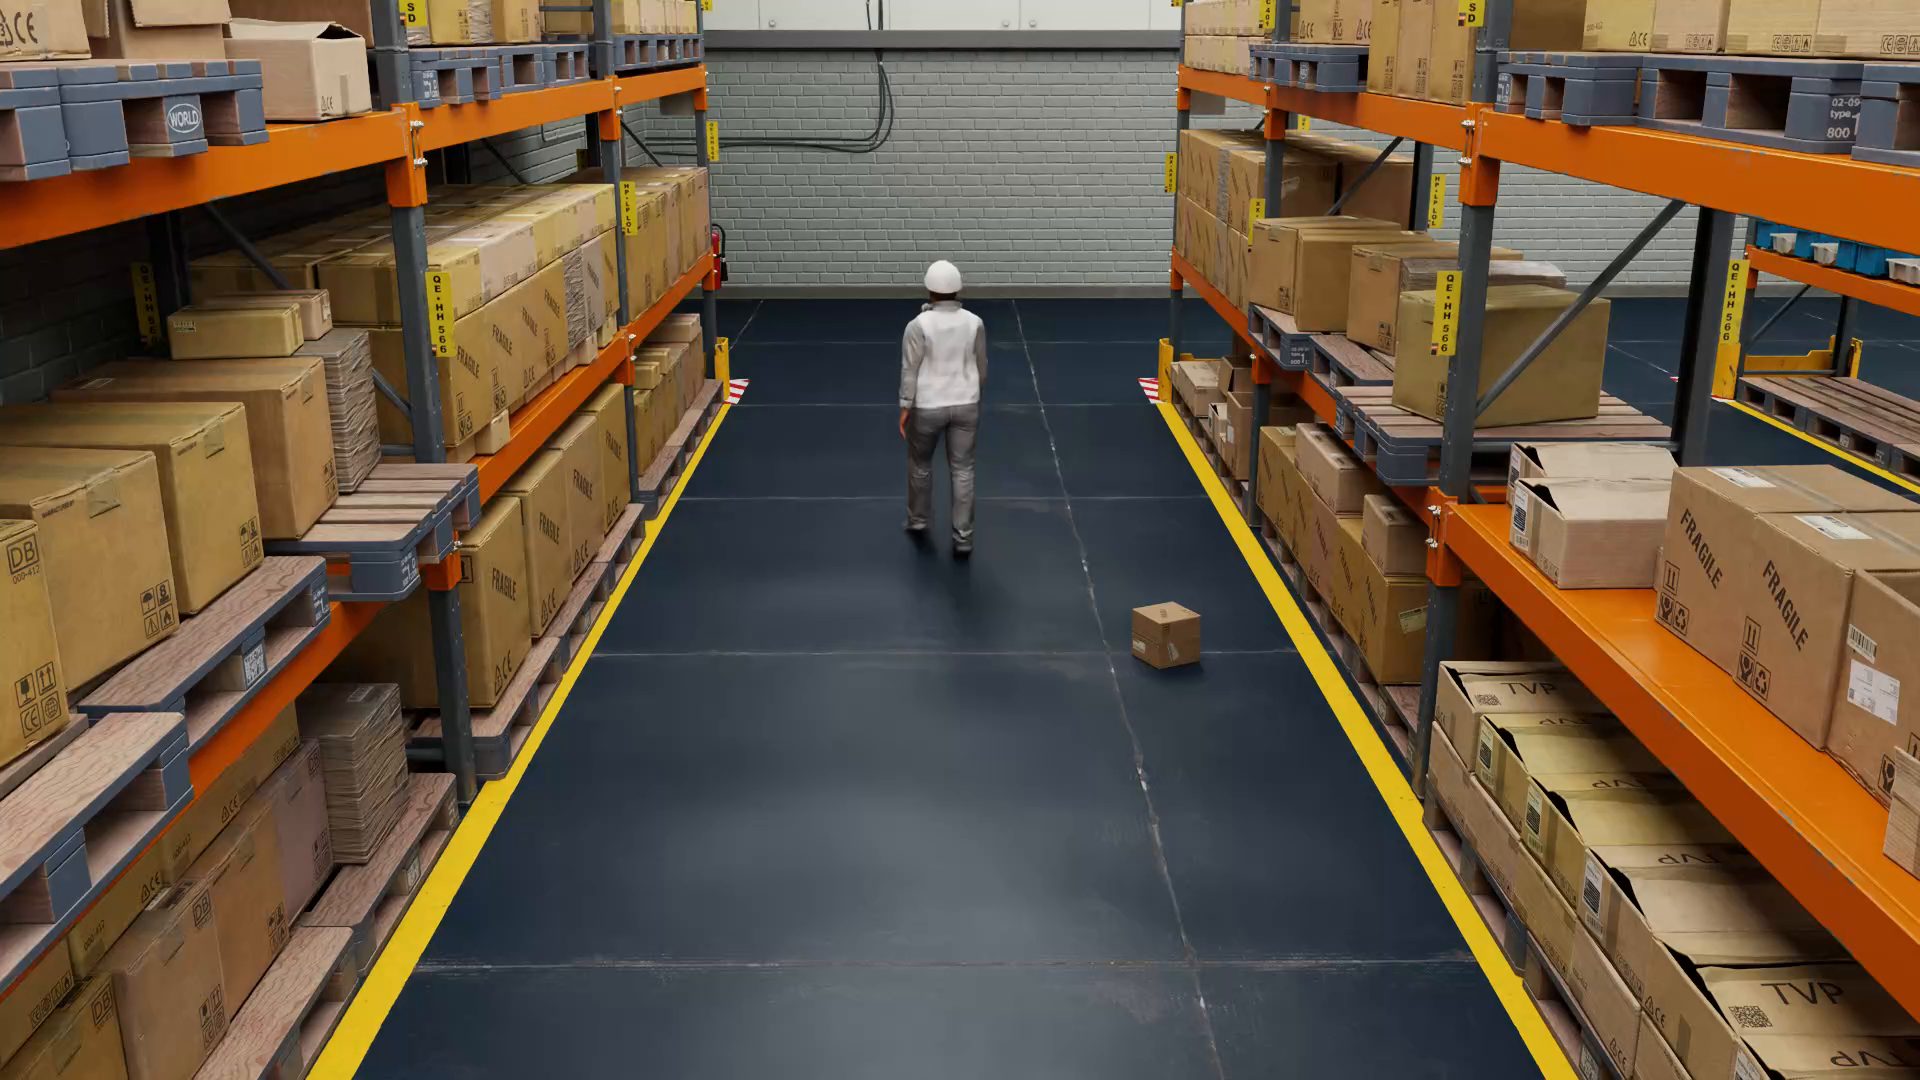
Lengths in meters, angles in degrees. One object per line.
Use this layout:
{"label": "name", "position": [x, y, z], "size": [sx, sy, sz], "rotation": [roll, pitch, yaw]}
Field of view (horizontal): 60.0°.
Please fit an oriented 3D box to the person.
{"label": "person", "position": [-0.120, -0.826, 10.222], "size": [0.590, 1.785, 0.840], "rotation": [-4, 17, -14]}
